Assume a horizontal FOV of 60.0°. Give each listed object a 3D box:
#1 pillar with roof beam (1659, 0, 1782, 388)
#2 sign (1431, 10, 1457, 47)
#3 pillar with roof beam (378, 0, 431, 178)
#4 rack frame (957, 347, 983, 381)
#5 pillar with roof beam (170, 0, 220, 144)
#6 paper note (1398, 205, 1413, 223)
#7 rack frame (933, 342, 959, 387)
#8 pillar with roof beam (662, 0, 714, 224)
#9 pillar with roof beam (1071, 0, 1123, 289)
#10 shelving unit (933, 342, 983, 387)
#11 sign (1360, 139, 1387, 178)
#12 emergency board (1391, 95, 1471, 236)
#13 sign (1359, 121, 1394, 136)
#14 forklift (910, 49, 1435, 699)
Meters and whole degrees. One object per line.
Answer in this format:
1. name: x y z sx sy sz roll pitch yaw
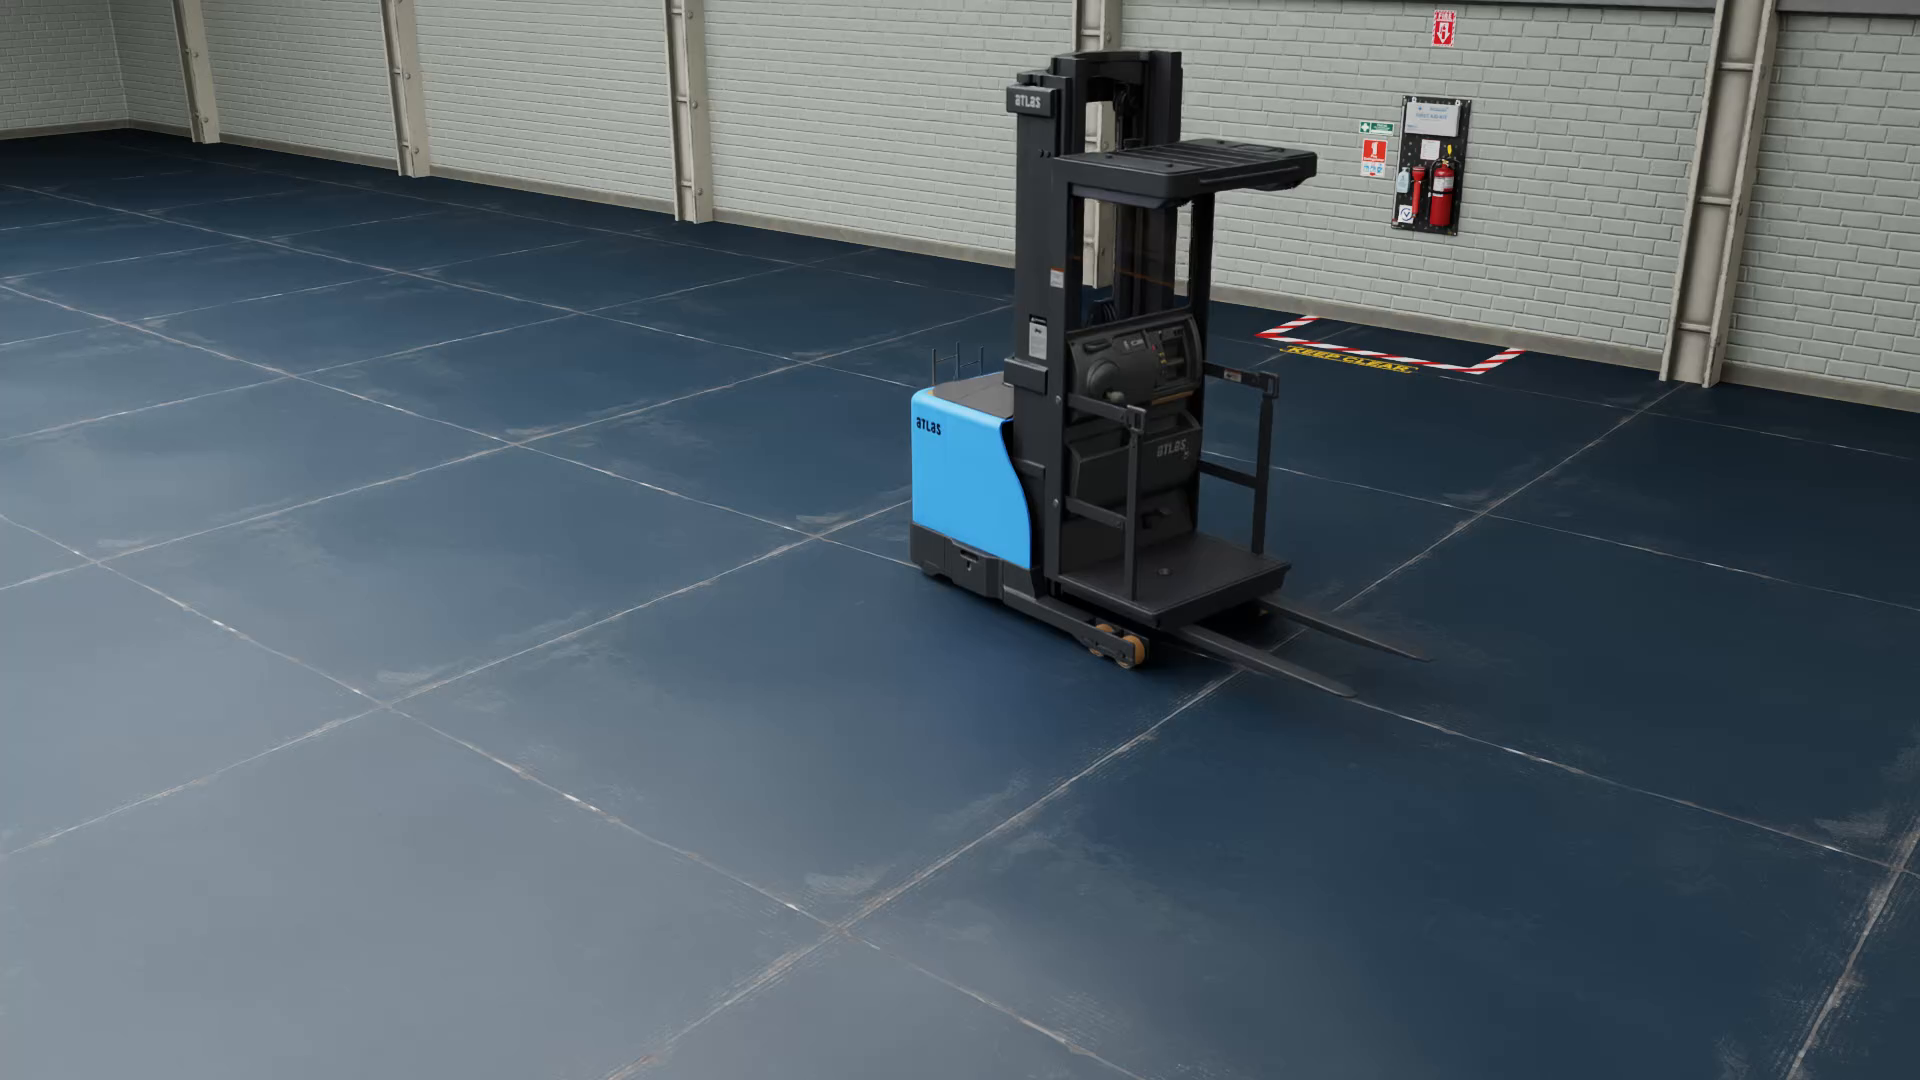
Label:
1. pillar with roof beam: 3.267 -4.347 8.942 0.400 9.000 9.100 16 26 36
2. sign: 4.155 -4.392 14.279 0.199 0.298 0.001 16 26 36
3. pillar with roof beam: -10.678 -8.363 19.591 0.400 9.000 9.100 16 26 36
4. rack frame: 0.060 -0.544 9.911 0.006 1.200 0.240 16 26 36
5. pillar with roof beam: -15.327 -9.701 23.141 0.400 9.000 9.100 16 26 36
6. paper note: 4.005 -2.925 14.921 0.142 0.148 0.016 16 26 36
7. rack frame: -0.082 -0.585 10.019 0.006 1.200 0.240 16 26 36
8. pillar with roof beam: -6.030 -7.024 16.041 0.400 9.000 9.100 16 26 36
9. pillar with roof beam: -1.382 -5.685 12.492 0.400 9.000 9.100 16 26 36
10. shelving unit: -0.011 -0.565 9.965 0.189 1.200 0.258 16 26 36
11. sign: 3.735 -3.447 15.006 0.234 0.329 0.001 16 26 36
12. emergency board: 4.098 -3.278 14.611 0.643 1.169 0.194 16 26 36
13. sign: 3.733 -3.691 14.904 0.331 0.109 0.001 16 26 36
14. forklift: 1.053 -0.921 8.455 1.130 2.935 3.031 -17 26 -38
